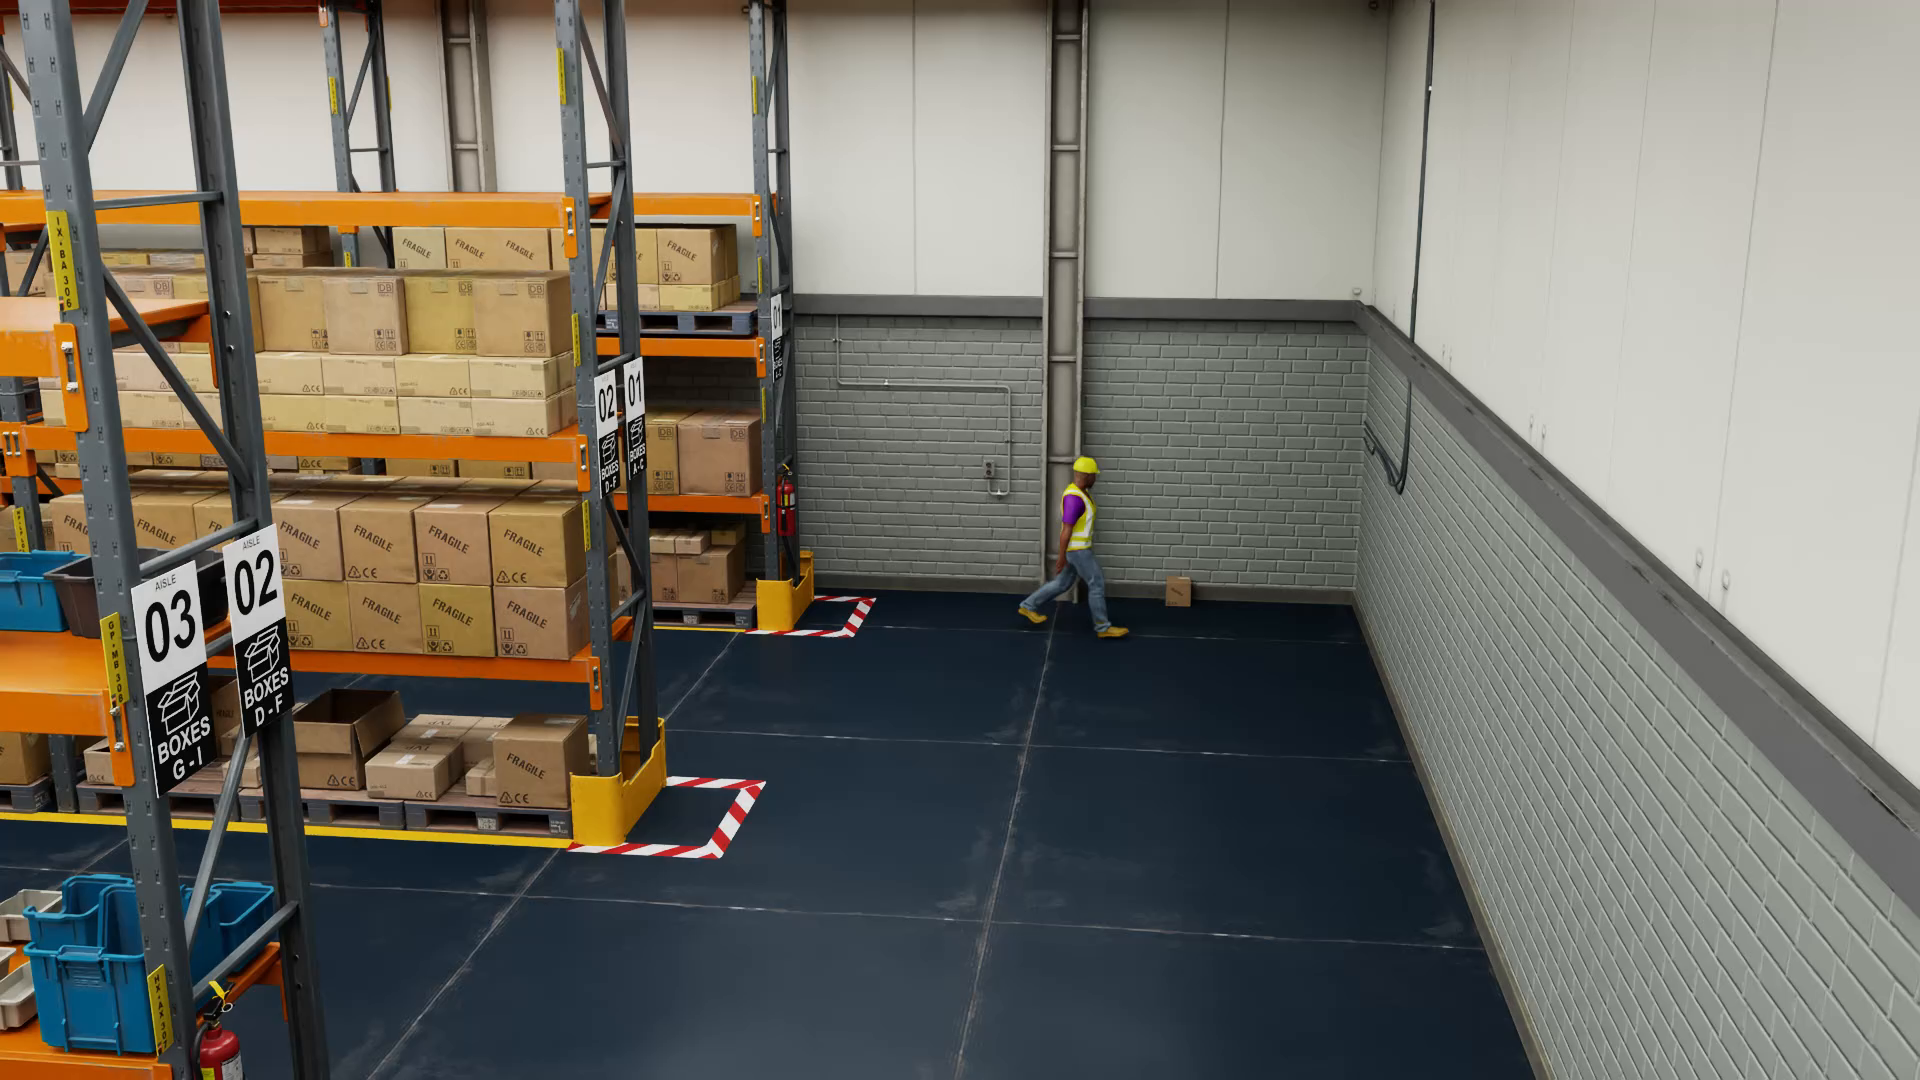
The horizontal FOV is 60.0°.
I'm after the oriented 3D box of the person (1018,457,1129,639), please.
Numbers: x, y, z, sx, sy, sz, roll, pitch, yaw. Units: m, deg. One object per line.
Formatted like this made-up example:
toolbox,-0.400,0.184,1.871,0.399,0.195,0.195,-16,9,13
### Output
person,1.085,0.064,15.780,1.080,1.720,0.670,2,14,6
